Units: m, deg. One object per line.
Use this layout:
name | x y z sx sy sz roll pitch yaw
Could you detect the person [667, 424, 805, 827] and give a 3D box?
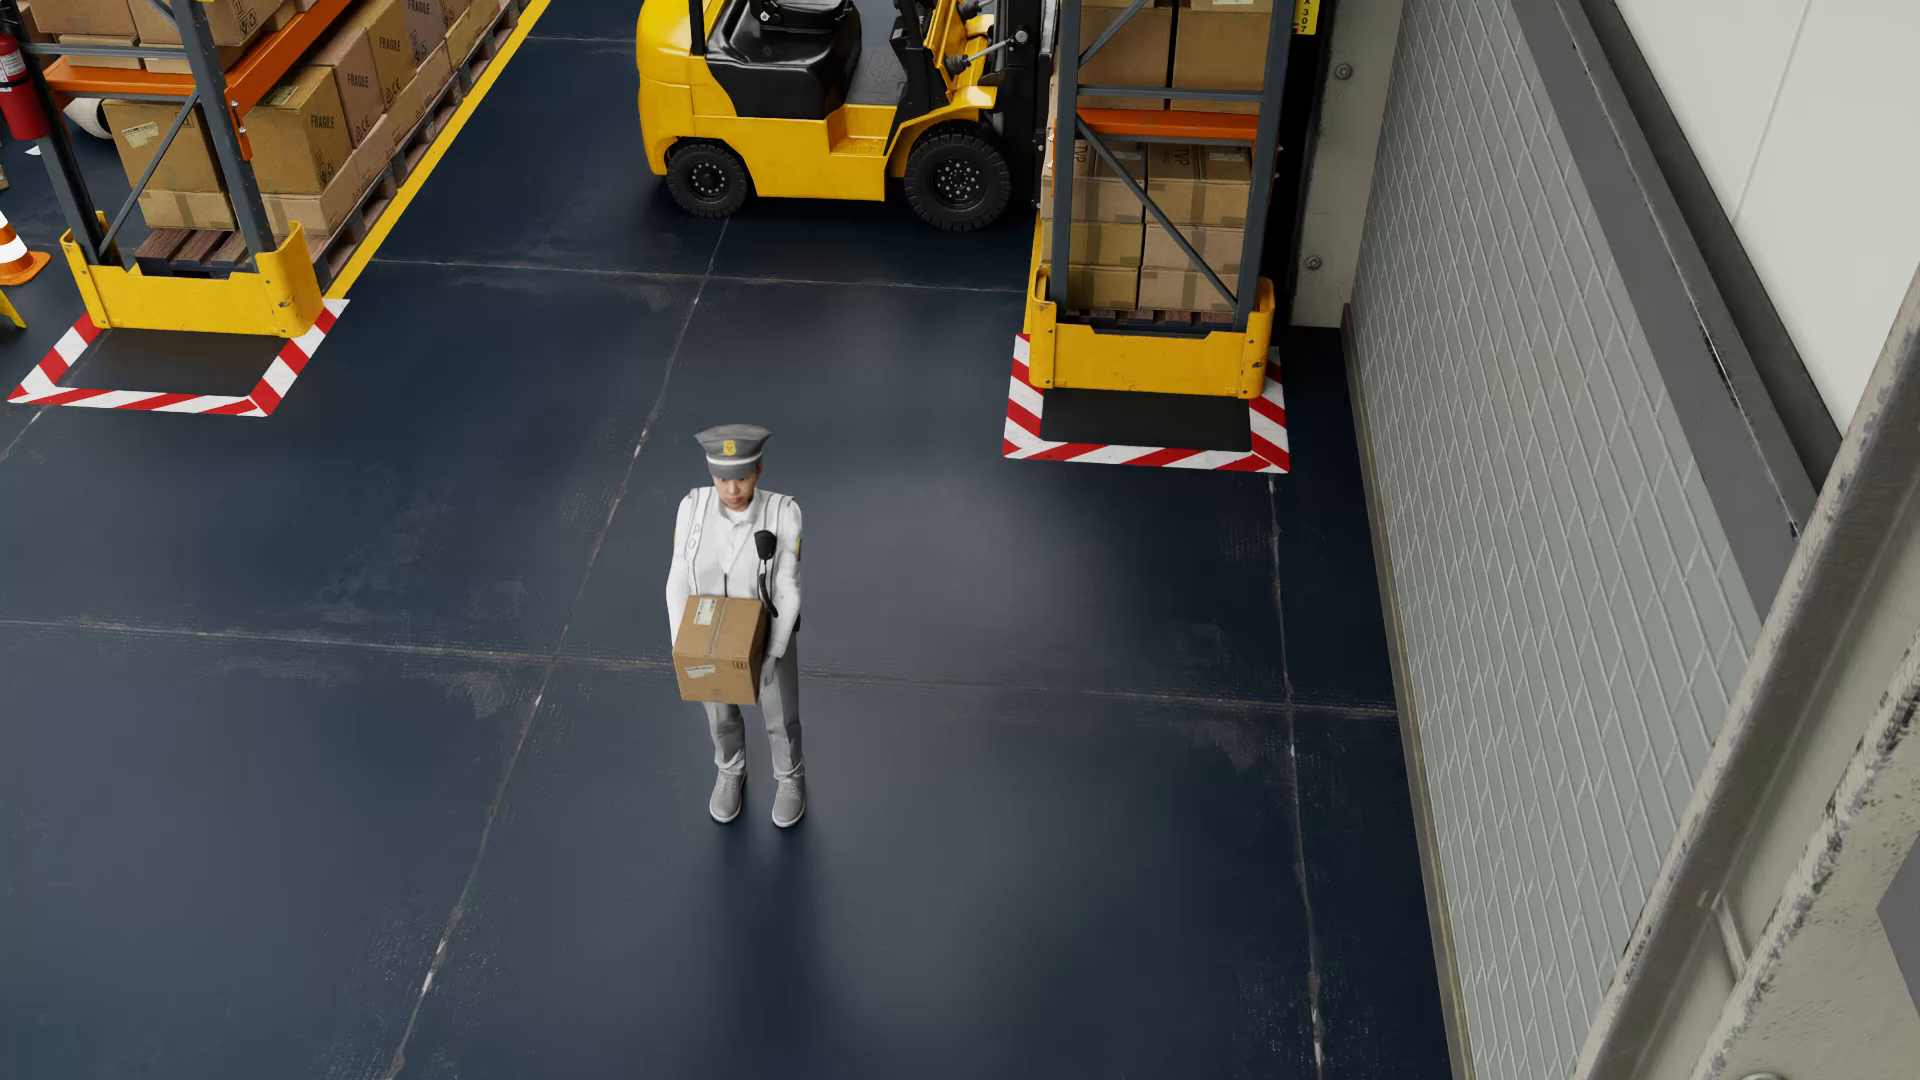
person | -0.761 0.358 5.717 0.453 1.686 0.551 4 40 5
